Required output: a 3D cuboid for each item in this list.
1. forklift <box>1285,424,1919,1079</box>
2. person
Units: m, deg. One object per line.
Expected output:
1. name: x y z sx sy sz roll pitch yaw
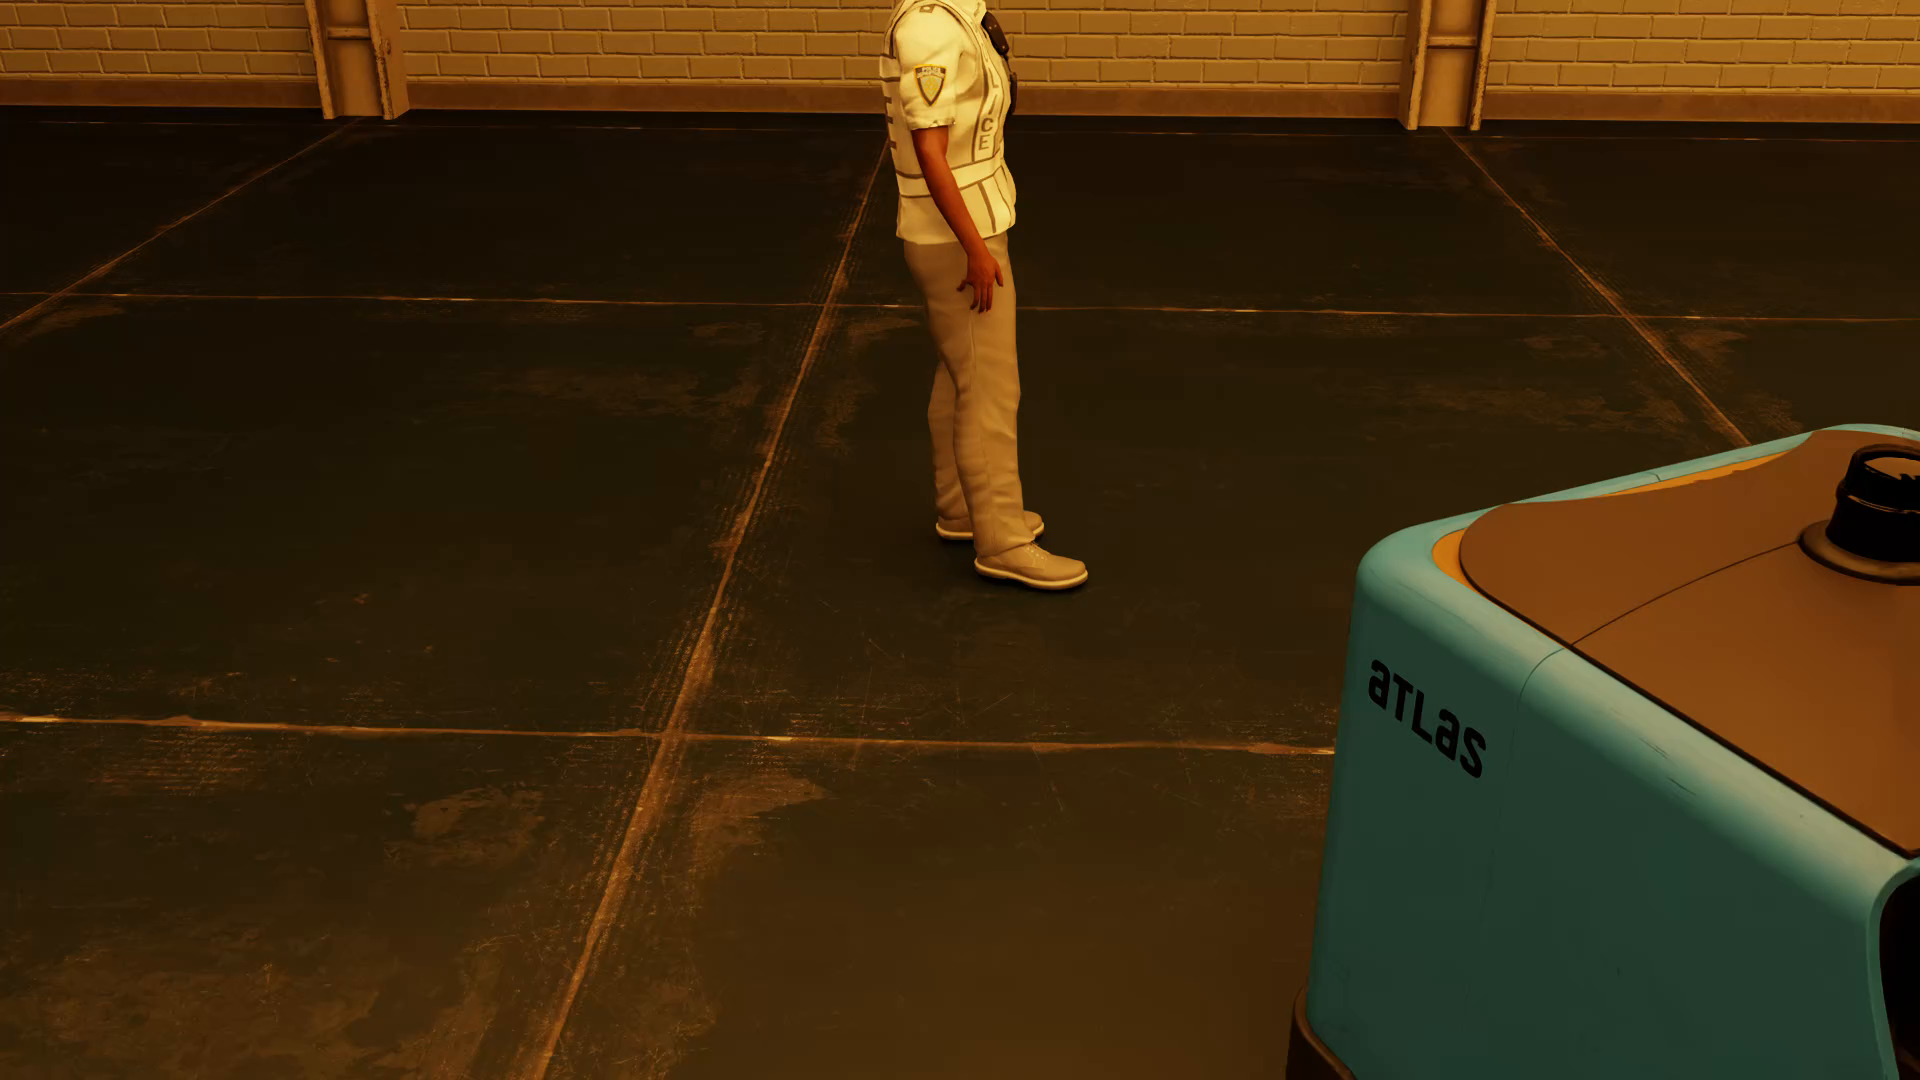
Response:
1. forklift: 1.579 0.138 0.928 1.130 2.935 3.031 -12 29 -23
2. person: 0.074 -0.757 4.123 0.528 1.697 0.570 1 26 2
